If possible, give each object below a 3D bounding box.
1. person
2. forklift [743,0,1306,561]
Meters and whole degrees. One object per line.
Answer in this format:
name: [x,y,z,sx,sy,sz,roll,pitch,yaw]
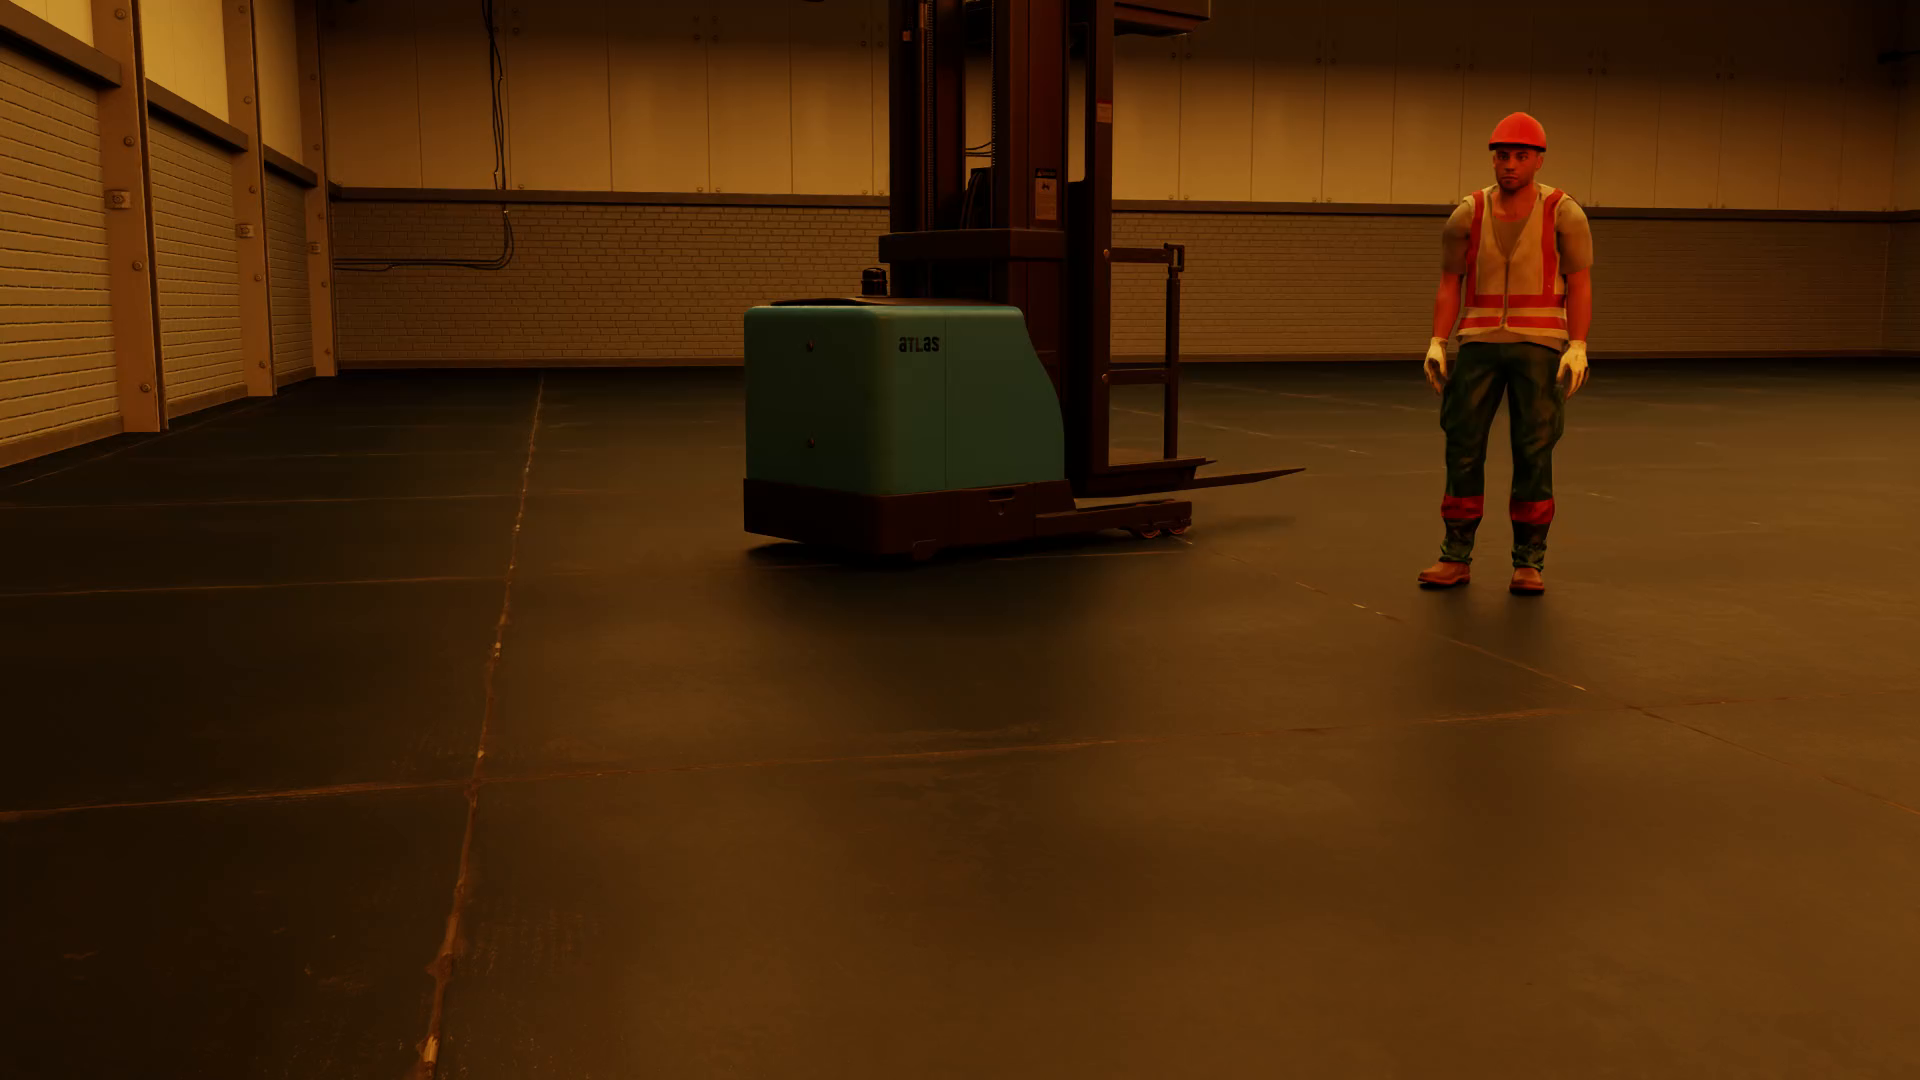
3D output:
person: [2.070,-0.700,6.300,0.607,1.779,0.451,5,9,30]
forklift: [0.472,-1.508,7.908,3.031,2.935,1.130,-7,10,-40]
